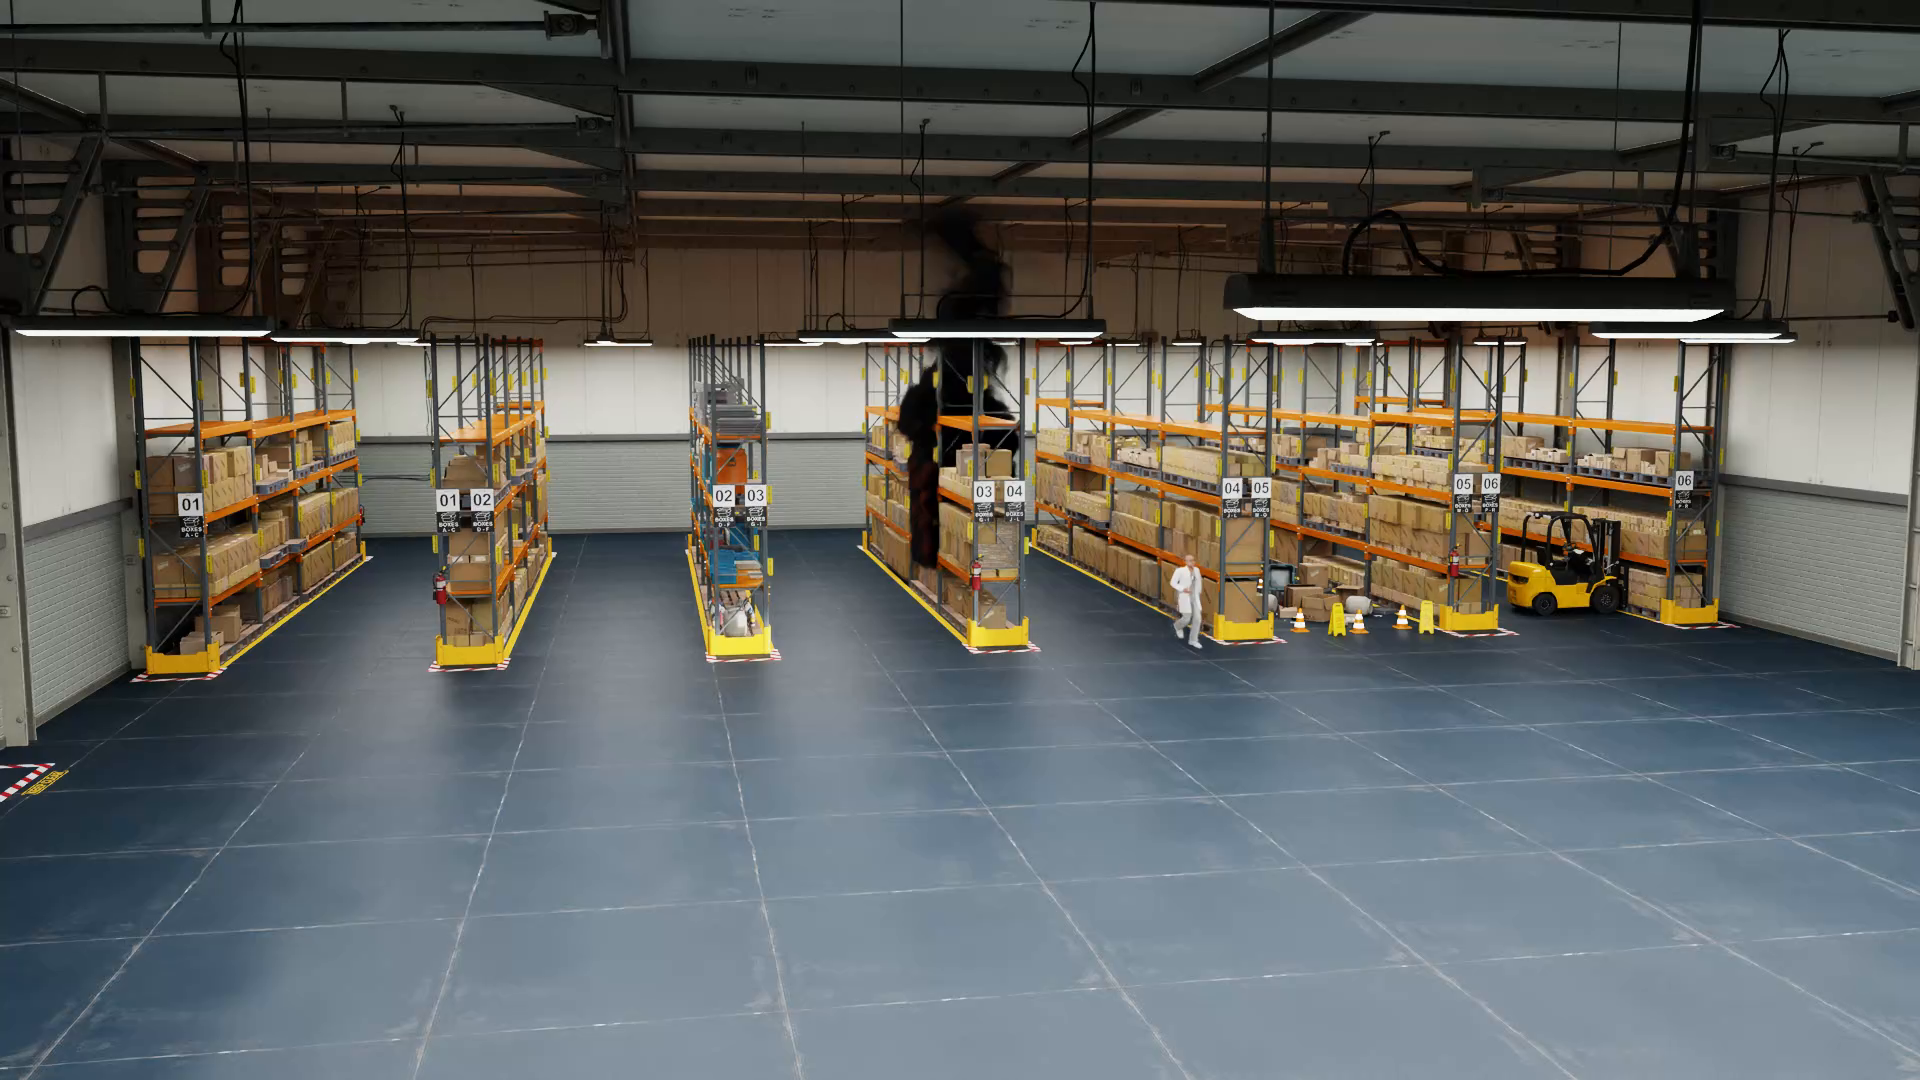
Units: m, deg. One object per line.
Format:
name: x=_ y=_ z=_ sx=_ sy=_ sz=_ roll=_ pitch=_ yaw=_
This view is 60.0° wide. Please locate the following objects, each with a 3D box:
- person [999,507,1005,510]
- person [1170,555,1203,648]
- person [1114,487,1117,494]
person: x=1.240 y=-0.419 z=46.455 sx=0.576 sy=1.673 sz=0.949 roll=0 pitch=7 yaw=-3
person: x=4.423 y=1.268 z=32.301 sx=0.749 sy=1.576 sz=0.890 roll=-3 pitch=7 yaw=-21
person: x=4.465 y=-0.677 z=48.351 sx=0.674 sy=1.714 sz=0.960 roll=-3 pitch=7 yaw=-21
